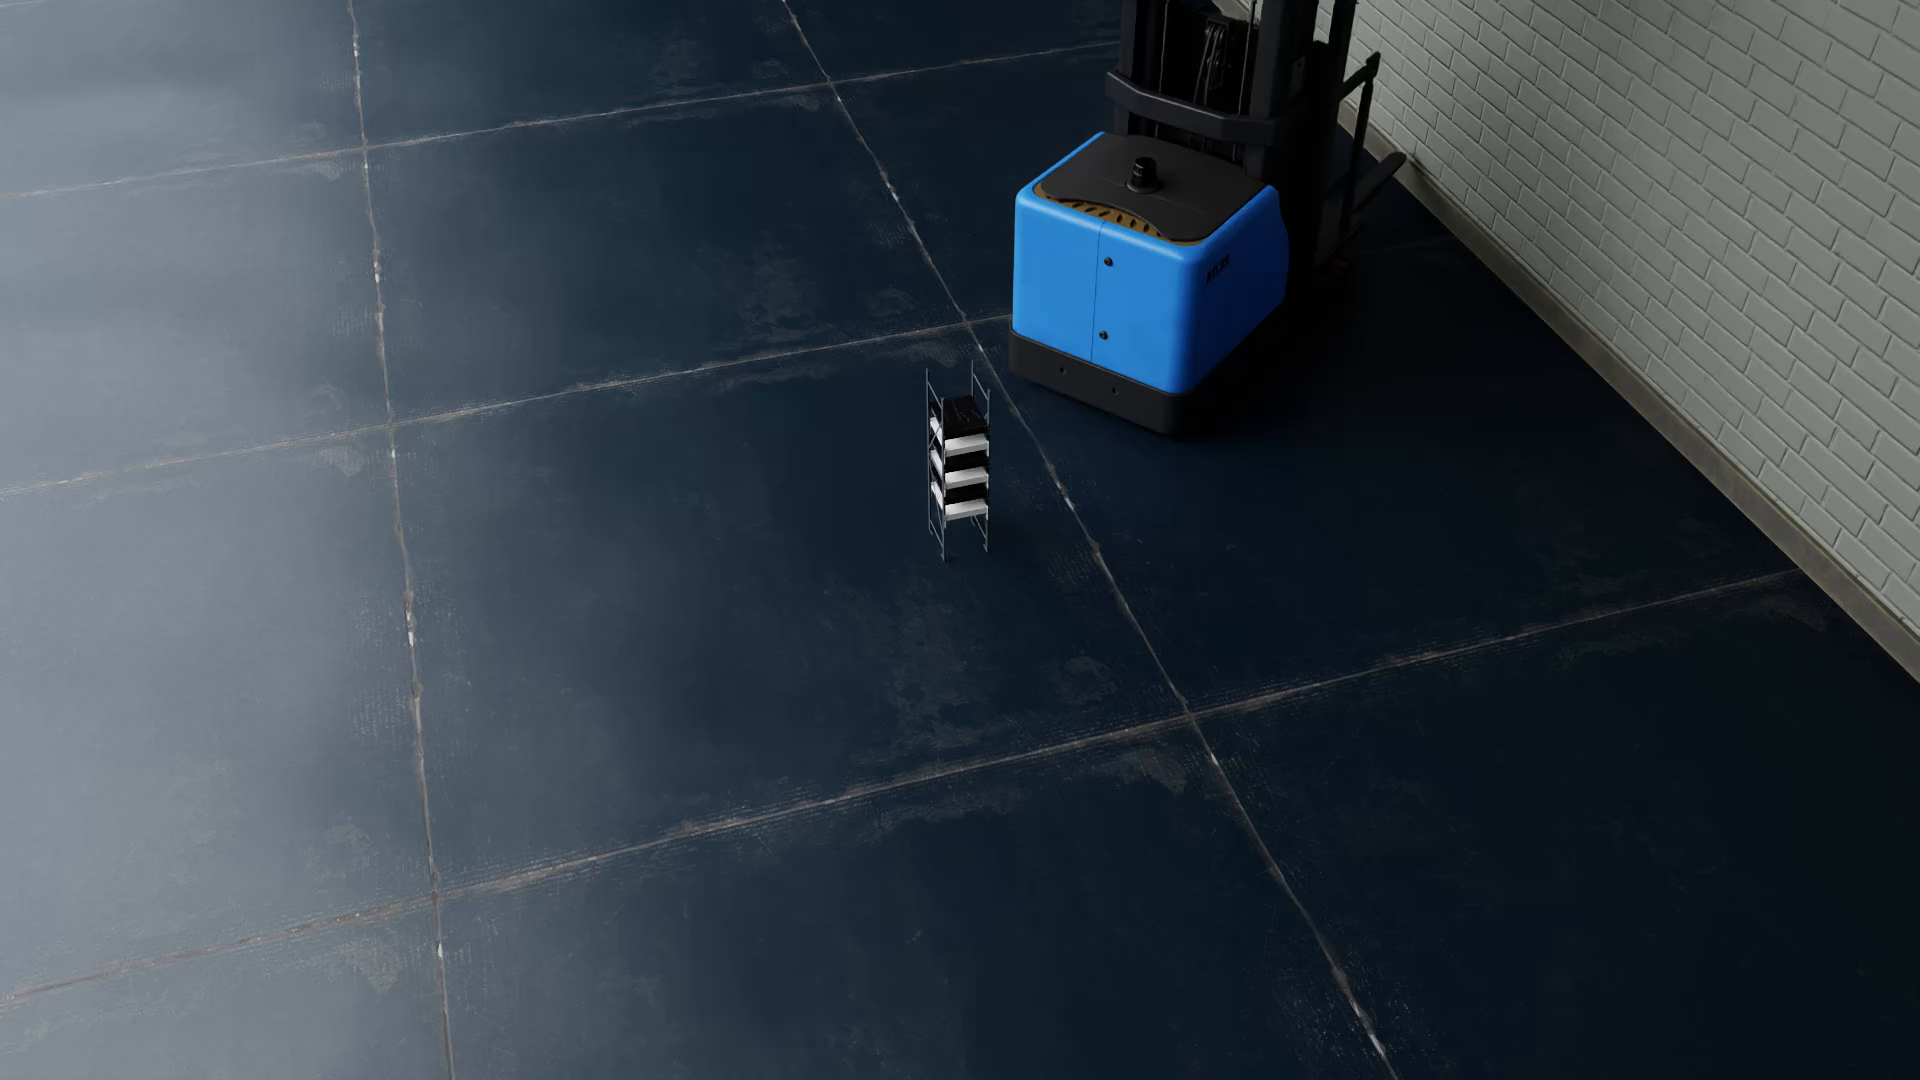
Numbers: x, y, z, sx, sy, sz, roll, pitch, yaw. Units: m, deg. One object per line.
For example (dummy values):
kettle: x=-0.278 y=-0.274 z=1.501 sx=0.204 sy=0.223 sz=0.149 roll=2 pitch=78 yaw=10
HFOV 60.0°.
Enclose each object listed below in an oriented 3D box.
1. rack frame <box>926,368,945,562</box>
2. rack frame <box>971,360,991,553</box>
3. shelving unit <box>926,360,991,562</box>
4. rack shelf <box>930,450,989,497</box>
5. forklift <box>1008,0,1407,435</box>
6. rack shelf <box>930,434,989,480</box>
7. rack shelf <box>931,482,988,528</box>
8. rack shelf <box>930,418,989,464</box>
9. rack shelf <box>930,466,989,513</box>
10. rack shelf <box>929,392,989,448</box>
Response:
rack frame: x=-0.105 y=-0.317 z=7.279 sx=0.006 sy=0.900 sz=0.240 roll=-12 pitch=42 yaw=-13
rack frame: x=0.089 y=-0.357 z=7.325 sx=0.006 sy=0.900 sz=0.240 roll=-12 pitch=42 yaw=-13
shelving unit: x=-0.008 y=-0.337 z=7.302 sx=0.210 sy=0.900 sz=0.258 roll=-12 pitch=42 yaw=-13
rack shelf: x=-0.008 y=-0.312 z=7.324 sx=0.200 sy=0.077 sz=0.258 roll=-12 pitch=42 yaw=-13
forklift: x=1.509 y=-2.541 z=8.281 sx=1.130 sy=2.935 sz=3.031 roll=25 pitch=47 yaw=26
rack shelf: x=-0.008 y=-0.380 z=7.264 sx=0.200 sy=0.077 sz=0.258 roll=-12 pitch=42 yaw=-13
rack shelf: x=-0.008 y=-0.177 z=7.442 sx=0.200 sy=0.077 sz=0.258 roll=-12 pitch=42 yaw=-13
rack shelf: x=-0.008 y=-0.448 z=7.205 sx=0.200 sy=0.077 sz=0.258 roll=-12 pitch=42 yaw=-13
rack shelf: x=-0.008 y=-0.244 z=7.383 sx=0.200 sy=0.077 sz=0.258 roll=-12 pitch=42 yaw=-13
rack shelf: x=-0.008 y=-0.516 z=7.146 sx=0.200 sy=0.077 sz=0.258 roll=-12 pitch=42 yaw=-13
